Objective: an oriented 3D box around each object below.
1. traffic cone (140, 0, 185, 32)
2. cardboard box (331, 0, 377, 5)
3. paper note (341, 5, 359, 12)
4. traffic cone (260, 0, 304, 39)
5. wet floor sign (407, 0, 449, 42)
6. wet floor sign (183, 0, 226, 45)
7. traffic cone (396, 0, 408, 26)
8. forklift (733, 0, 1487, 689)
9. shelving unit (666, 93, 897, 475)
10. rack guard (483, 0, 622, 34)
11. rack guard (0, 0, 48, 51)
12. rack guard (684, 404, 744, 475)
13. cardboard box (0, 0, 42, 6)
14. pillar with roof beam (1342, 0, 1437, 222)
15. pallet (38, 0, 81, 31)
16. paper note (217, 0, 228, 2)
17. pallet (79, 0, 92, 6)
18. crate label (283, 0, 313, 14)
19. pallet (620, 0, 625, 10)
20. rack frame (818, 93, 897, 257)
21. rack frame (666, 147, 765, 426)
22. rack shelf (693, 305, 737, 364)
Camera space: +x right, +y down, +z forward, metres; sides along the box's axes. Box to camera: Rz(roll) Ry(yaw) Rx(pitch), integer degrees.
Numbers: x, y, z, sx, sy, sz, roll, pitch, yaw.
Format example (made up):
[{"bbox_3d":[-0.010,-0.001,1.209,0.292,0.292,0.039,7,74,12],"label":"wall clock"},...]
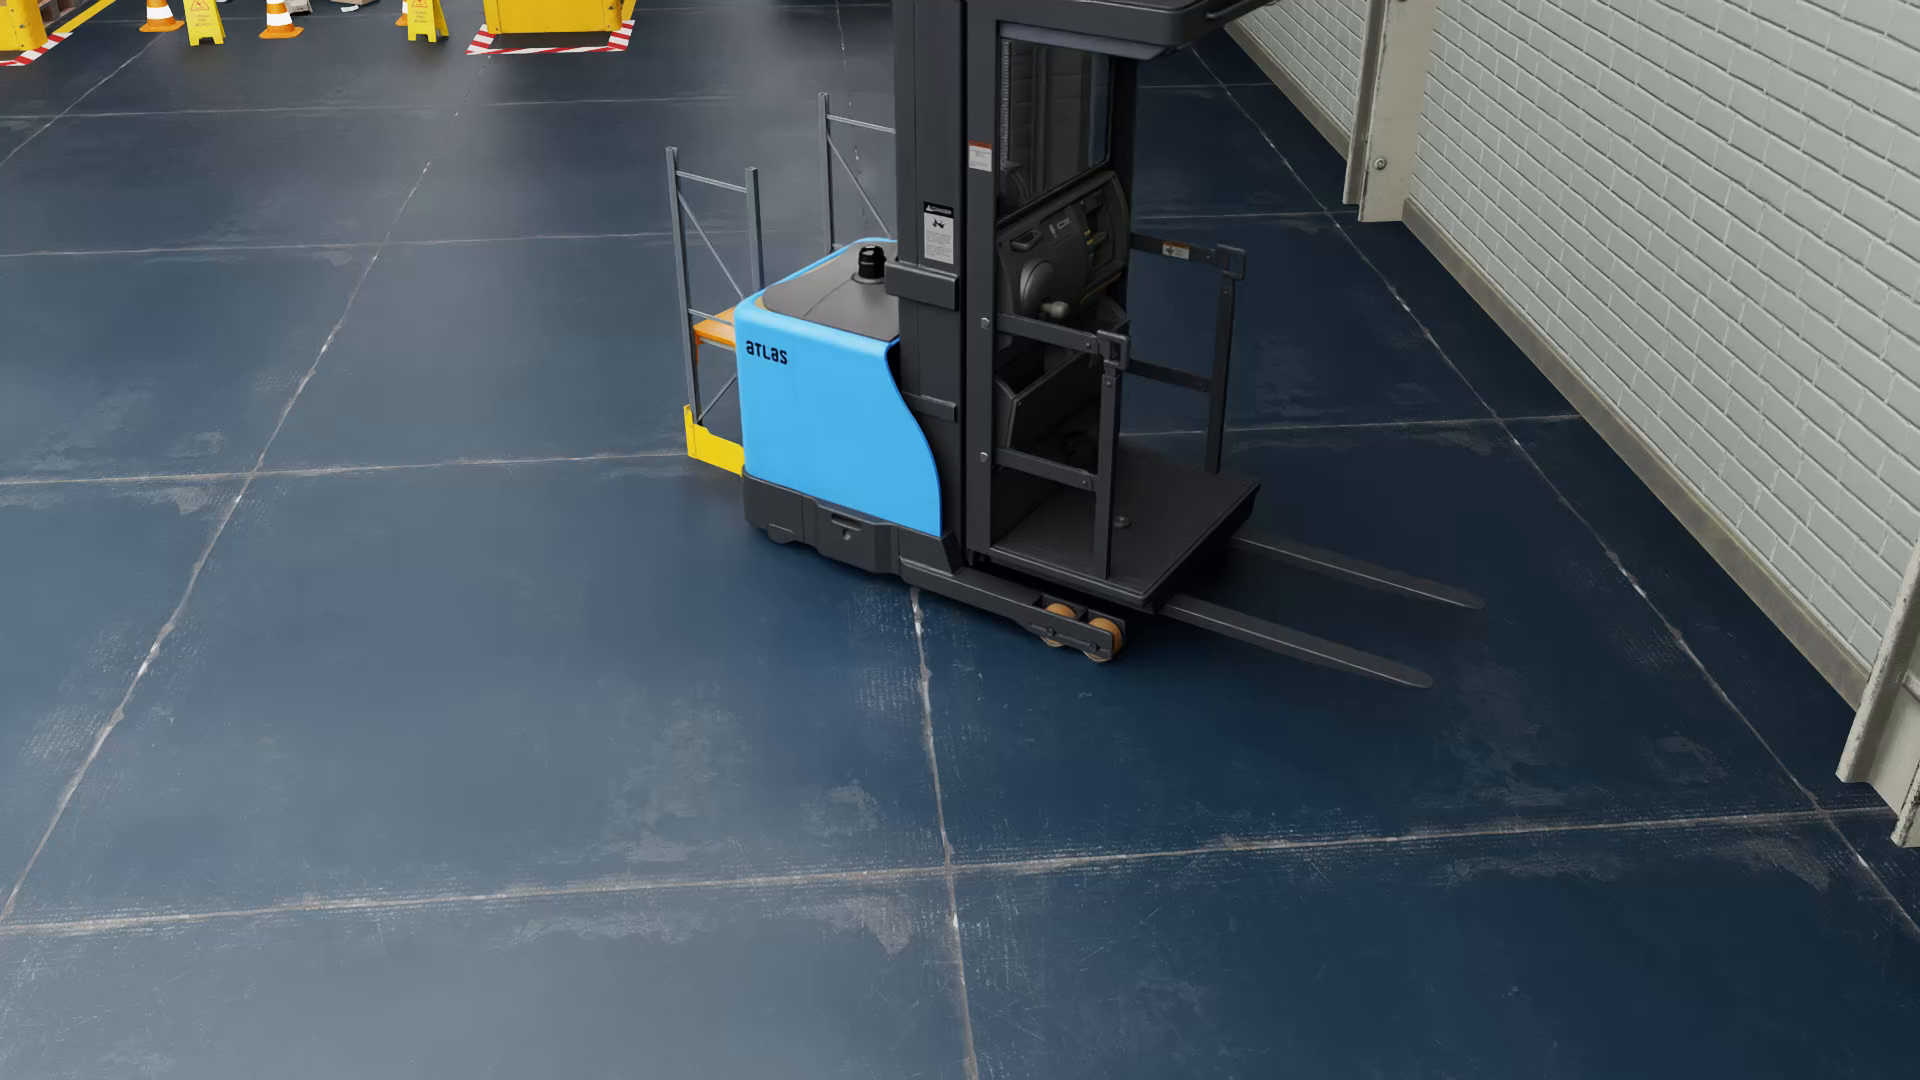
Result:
[{"bbox_3d":[-7.188,-4.822,14.872,0.336,0.463,0.334,-3,31,-5],"label":"traffic cone"},{"bbox_3d":[-5.767,-5.209,15.826,0.380,0.149,0.250,13,33,21],"label":"cardboard box"},{"bbox_3d":[-5.703,-4.974,15.547,0.148,0.019,0.142,-14,33,-22],"label":"paper note"},{"bbox_3d":[-6.031,-4.703,14.672,0.336,0.463,0.334,-3,31,-5],"label":"traffic cone"},{"bbox_3d":[-4.681,-4.702,14.493,0.267,0.644,0.232,8,32,13],"label":"wet floor sign"},{"bbox_3d":[-6.578,-4.642,14.392,0.267,0.644,0.232,-8,32,-13],"label":"wet floor sign"},{"bbox_3d":[-4.958,-4.930,15.052,0.336,0.463,0.334,-3,31,-5],"label":"traffic cone"},{"bbox_3d":[0.576,-1.098,6.229,3.031,2.935,1.130,18,35,27],"label":"forklift"},{"bbox_3d":[-0.751,-1.186,7.773,0.587,1.500,1.083,20,36,30],"label":"shelving unit"},{"bbox_3d":[-3.640,-4.827,14.843,1.175,0.500,0.348,-3,31,-5],"label":"rack guard"},{"bbox_3d":[-8.550,-4.487,14.274,1.175,0.500,0.348,-3,31,-5],"label":"rack guard"},{"bbox_3d":[-1.042,-0.442,7.746,0.587,0.250,0.087,20,36,30],"label":"rack guard"},{"bbox_3d":[-8.681,-5.184,14.665,0.875,0.875,0.875,-3,31,-4],"label":"cardboard box"},{"bbox_3d":[-1.585,-5.805,8.194,9.100,9.000,0.400,-3,31,-5],"label":"pillar with roof beam"},{"bbox_3d":[-8.705,-4.780,15.046,1.003,0.211,1.213,-3,31,-5],"label":"pallet"},{"bbox_3d":[-7.004,-5.158,15.857,0.144,0.017,0.142,8,32,13],"label":"paper note"},{"bbox_3d":[-8.816,-5.401,16.087,1.003,0.211,1.213,-3,31,-5],"label":"pallet"},{"bbox_3d":[-6.166,-4.961,15.423,0.250,0.136,0.298,-20,36,-30],"label":"crate label"},{"bbox_3d":[-3.681,-5.119,15.615,1.003,0.211,1.213,-3,31,-5],"label":"pallet"},{"bbox_3d":[-0.460,-1.394,8.120,0.500,1.500,0.032,20,36,30],"label":"rack frame"},{"bbox_3d":[-1.054,-0.970,7.412,0.500,1.500,0.032,20,36,30],"label":"rack frame"},{"bbox_3d":[-0.757,-1.028,7.858,0.538,0.185,1.000,20,36,30],"label":"rack shelf"}]
